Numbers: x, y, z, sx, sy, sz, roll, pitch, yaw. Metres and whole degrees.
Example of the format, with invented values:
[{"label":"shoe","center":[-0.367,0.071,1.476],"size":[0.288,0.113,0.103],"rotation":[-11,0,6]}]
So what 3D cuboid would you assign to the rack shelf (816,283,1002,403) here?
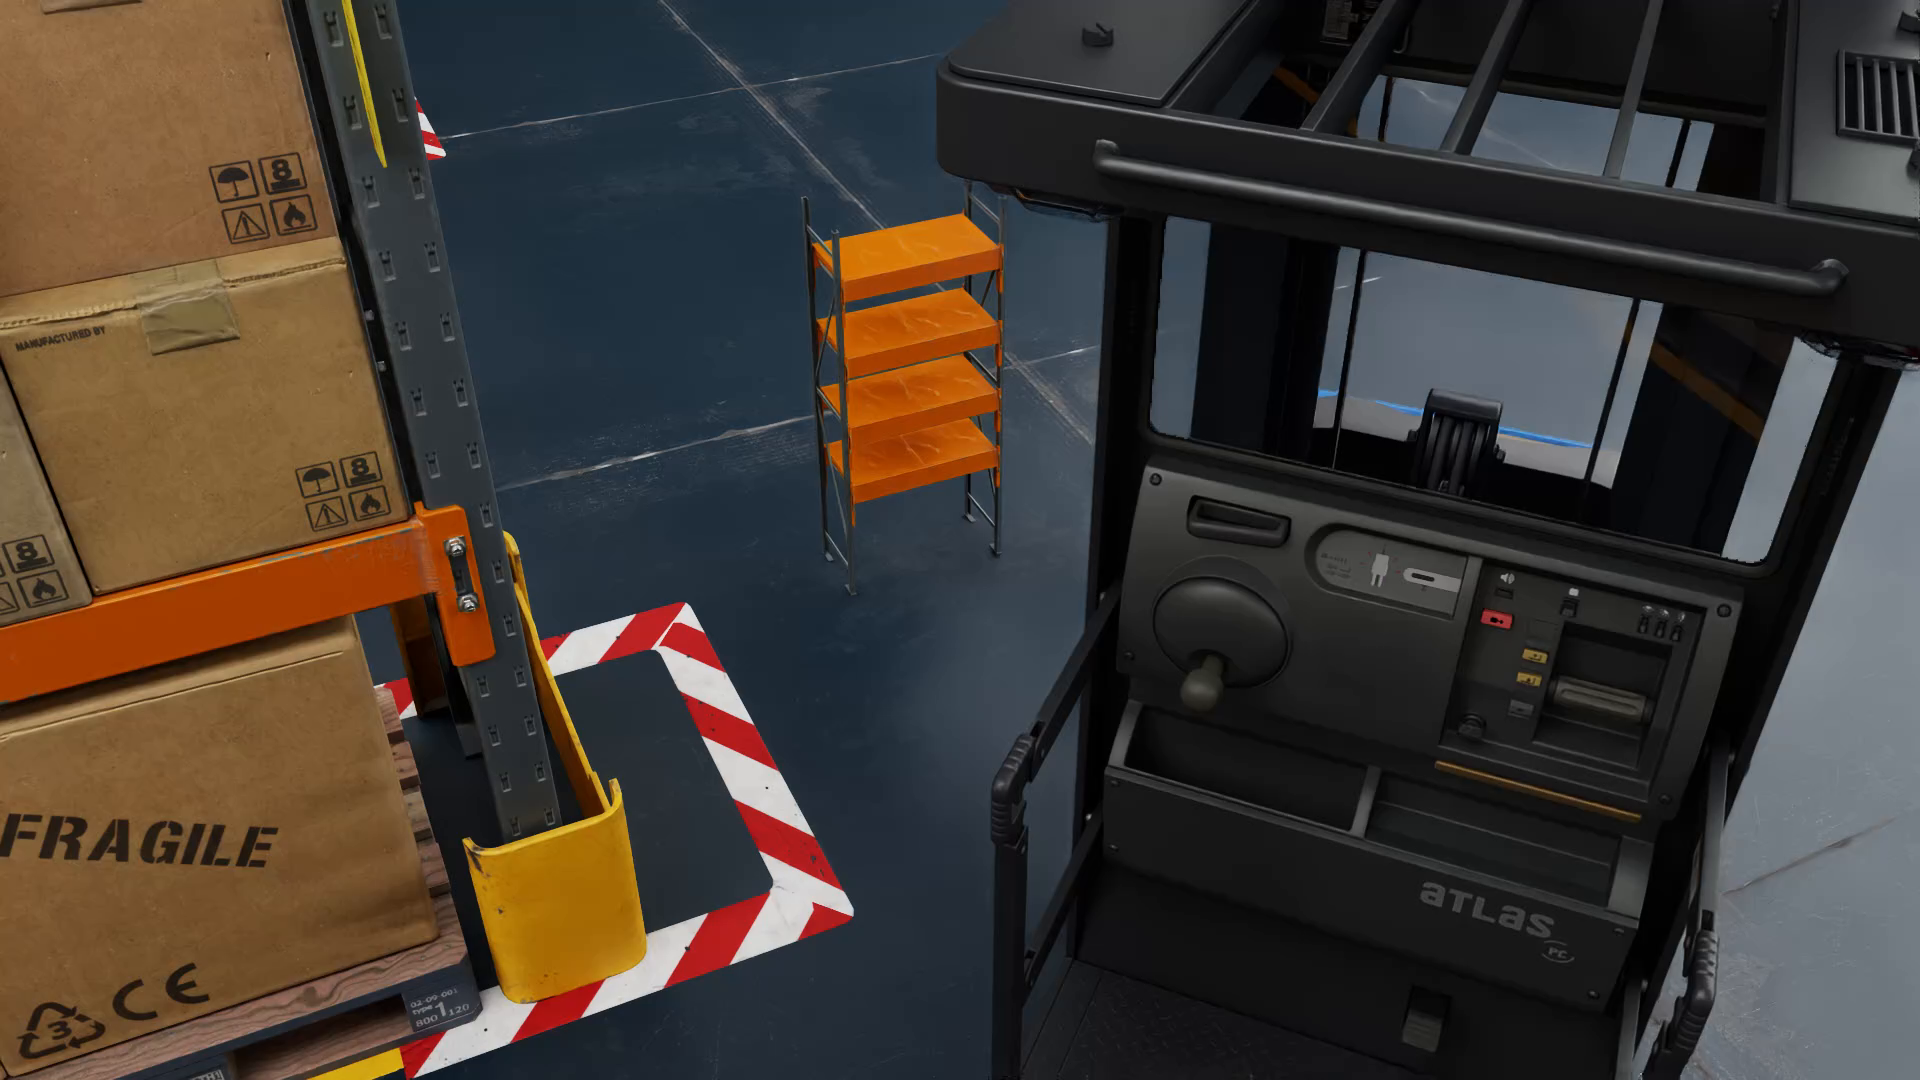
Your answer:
[{"label":"rack shelf","center":[-0.150,-0.566,4.743],"size":[0.480,0.148,0.258],"rotation":[-16,39,-20]}]

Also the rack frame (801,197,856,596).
[{"label":"rack frame","center":[-0.371,-0.378,4.753],"size":[0.015,1.200,0.240],"rotation":[-16,39,-20]}]

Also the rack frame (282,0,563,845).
[{"label":"rack frame","center":[-1.146,-0.479,3.379],"size":[0.127,3.000,1.000],"rotation":[-16,39,-20]}]

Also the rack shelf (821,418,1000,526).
[{"label":"rack shelf","center":[-0.150,-0.226,4.994],"size":[0.480,0.148,0.258],"rotation":[-16,39,-20]}]

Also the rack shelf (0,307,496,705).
[{"label":"rack shelf","center":[-2.956,0.316,2.910],"size":[4.000,0.370,1.077],"rotation":[-16,39,-20]}]

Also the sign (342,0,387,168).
[{"label":"sign","center":[-0.928,-0.744,2.564],"size":[0.005,0.325,0.100],"rotation":[-16,39,-20]}]

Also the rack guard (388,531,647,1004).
[{"label":"rack guard","center":[-1.124,0.518,4.131],"size":[0.348,0.500,1.175],"rotation":[-16,39,-20]}]

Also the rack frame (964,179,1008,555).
[{"label":"rack frame","center":[0.071,-0.502,4.919],"size":[0.015,1.200,0.240],"rotation":[-16,39,-20]}]

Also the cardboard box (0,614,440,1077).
[{"label":"cardboard box","center":[-1.731,0.413,3.607],"size":[0.875,0.875,0.875],"rotation":[-15,39,-20]}]

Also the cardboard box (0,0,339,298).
[{"label":"cardboard box","center":[-1.498,-0.900,2.914],"size":[0.550,0.550,0.875],"rotation":[-16,39,-20]}]

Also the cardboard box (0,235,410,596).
[{"label":"cardboard box","center":[-1.462,-0.421,3.174],"size":[0.550,0.550,0.875],"rotation":[-16,39,-20]}]

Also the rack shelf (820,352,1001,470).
[{"label":"rack shelf","center":[-0.150,-0.386,4.876],"size":[0.480,0.148,0.258],"rotation":[-16,39,-20]}]

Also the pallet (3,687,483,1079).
[{"label":"pallet","center":[-1.836,0.885,3.880],"size":[1.213,0.211,1.003],"rotation":[-16,39,-20]}]

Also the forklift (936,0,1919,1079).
[{"label":"forklift","center":[0.639,0.218,2.496],"size":[1.130,2.935,3.031],"rotation":[14,39,18]}]

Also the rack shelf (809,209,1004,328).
[{"label":"rack shelf","center":[-0.150,-0.756,4.602],"size":[0.480,0.148,0.258],"rotation":[-16,39,-20]}]

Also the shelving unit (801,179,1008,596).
[{"label":"shelving unit","center":[-0.150,-0.440,4.836],"size":[0.503,1.200,0.258],"rotation":[-16,39,-20]}]

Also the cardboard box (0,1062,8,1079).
[{"label":"cardboard box","center":[-2.527,0.636,3.305],"size":[0.875,0.875,0.875],"rotation":[-16,40,-21]}]

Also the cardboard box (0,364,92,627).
[{"label":"cardboard box","center":[-1.951,-0.270,2.971],"size":[0.550,0.550,0.875],"rotation":[-16,39,-20]}]
